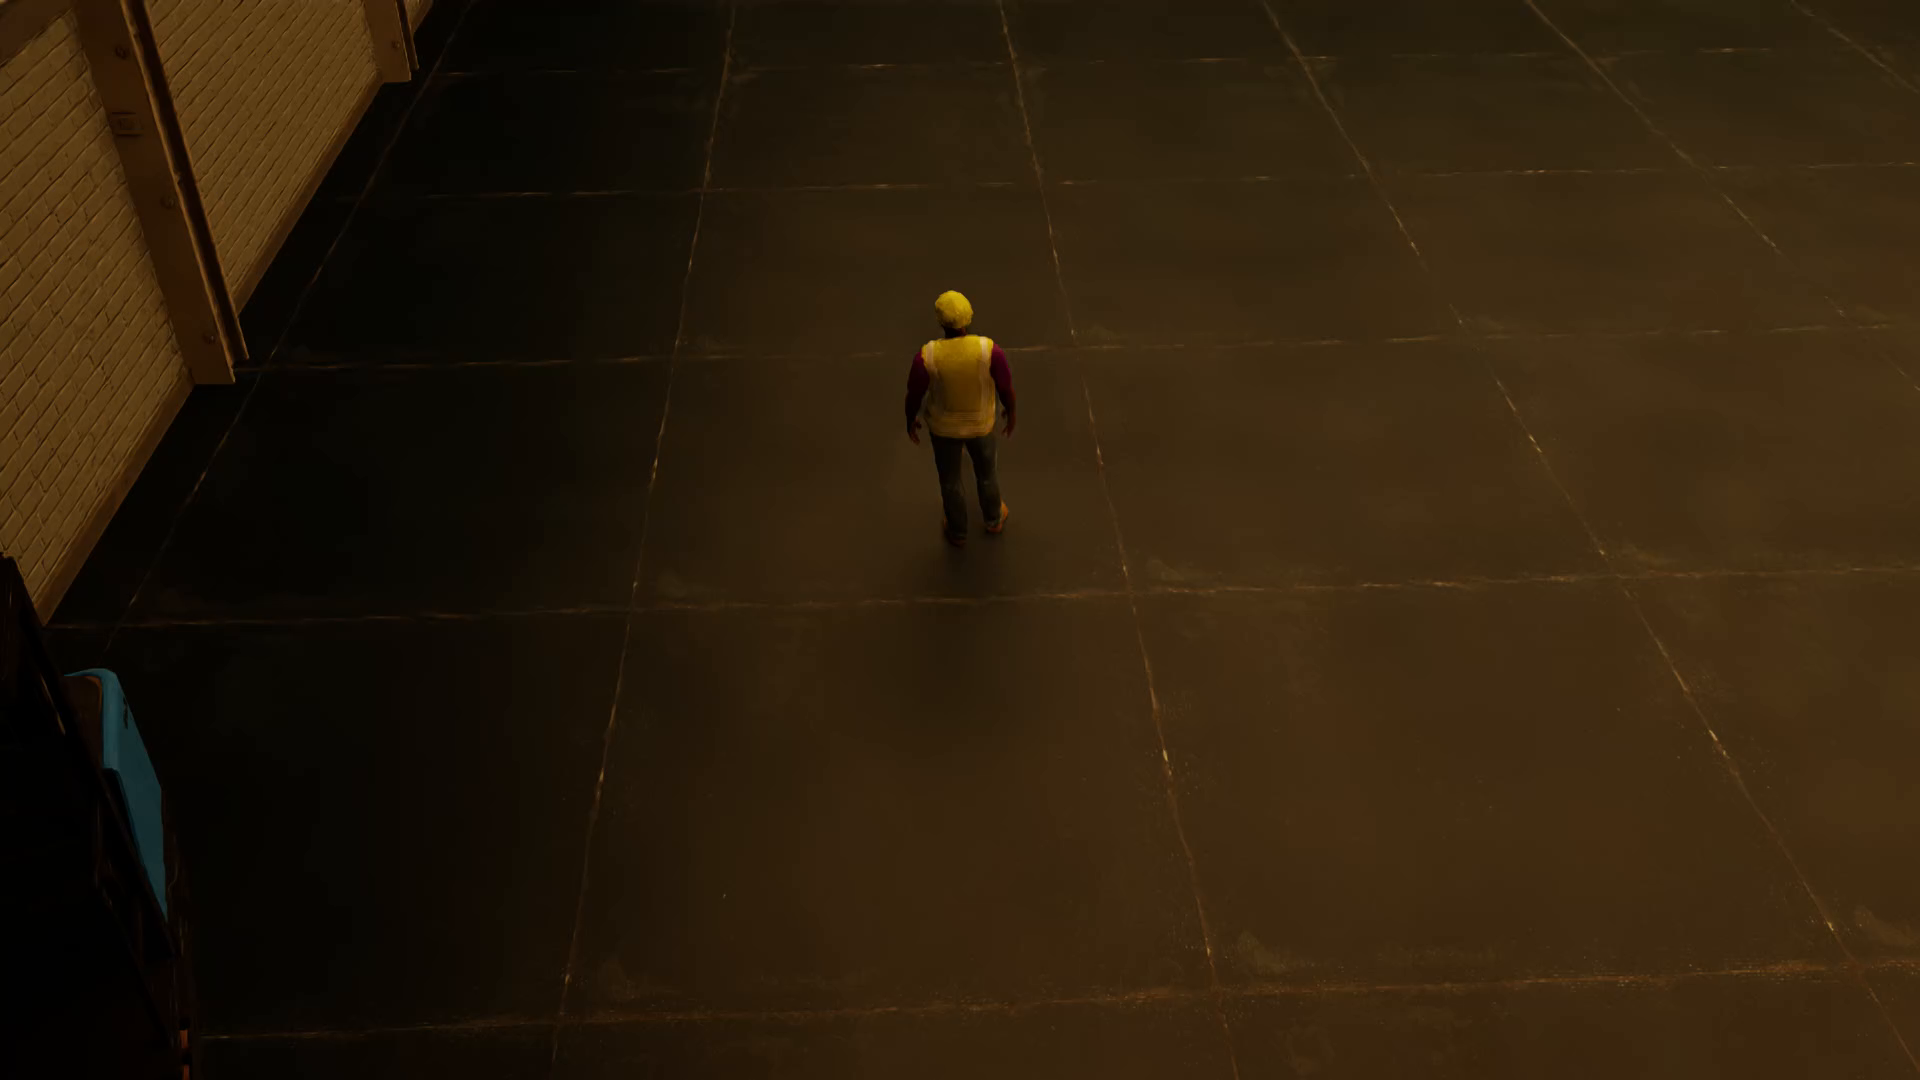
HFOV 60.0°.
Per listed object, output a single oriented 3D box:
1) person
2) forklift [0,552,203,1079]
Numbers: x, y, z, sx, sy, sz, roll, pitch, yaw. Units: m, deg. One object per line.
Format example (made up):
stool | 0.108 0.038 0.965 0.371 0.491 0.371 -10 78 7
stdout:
person | 0.002 -0.761 10.032 0.665 1.766 0.576 -2 36 -2
forklift | -3.901 1.179 6.391 1.130 2.935 3.031 -14 38 -18
